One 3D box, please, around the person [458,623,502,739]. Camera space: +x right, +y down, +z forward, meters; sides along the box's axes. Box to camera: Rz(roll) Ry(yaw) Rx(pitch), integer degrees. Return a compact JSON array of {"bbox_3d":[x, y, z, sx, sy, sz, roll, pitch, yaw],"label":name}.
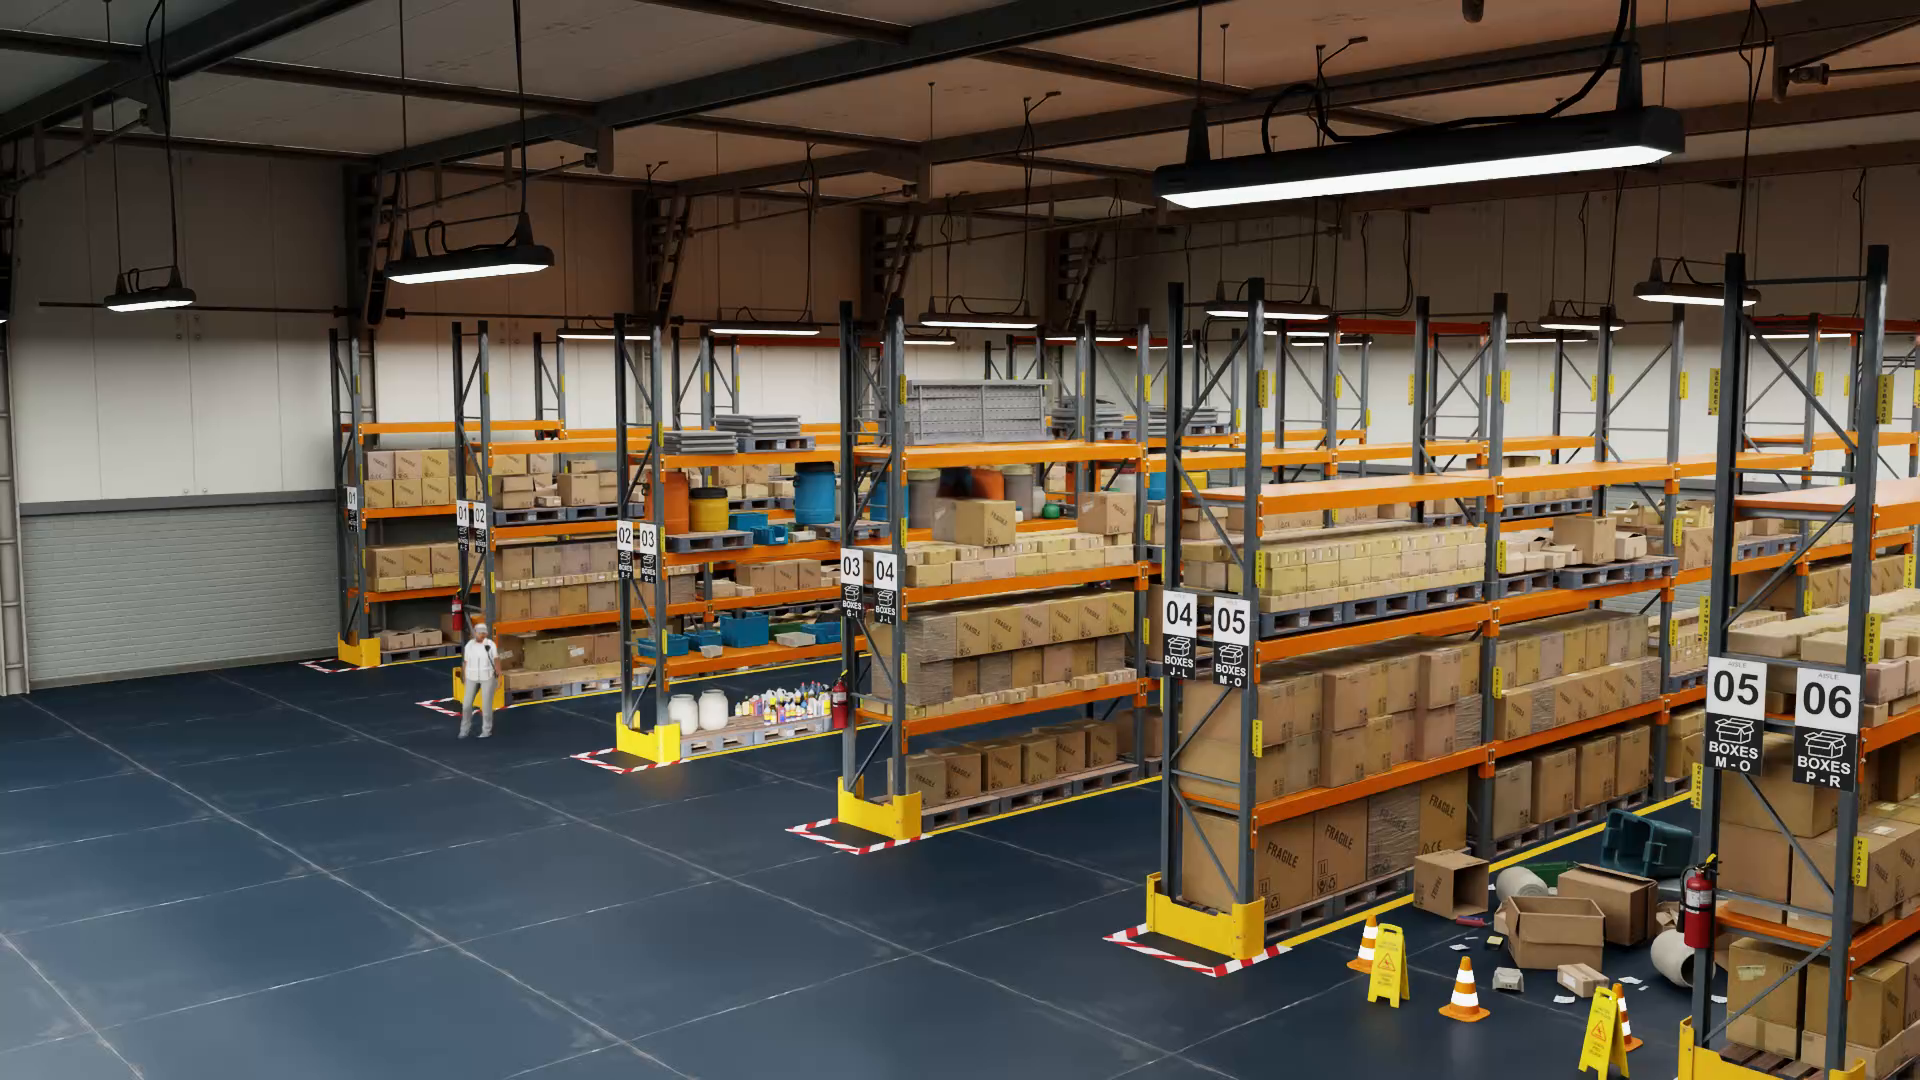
[{"bbox_3d":[-6.876,2.026,23.798,0.646,1.706,0.395,-1,6,-5],"label":"person"}]
